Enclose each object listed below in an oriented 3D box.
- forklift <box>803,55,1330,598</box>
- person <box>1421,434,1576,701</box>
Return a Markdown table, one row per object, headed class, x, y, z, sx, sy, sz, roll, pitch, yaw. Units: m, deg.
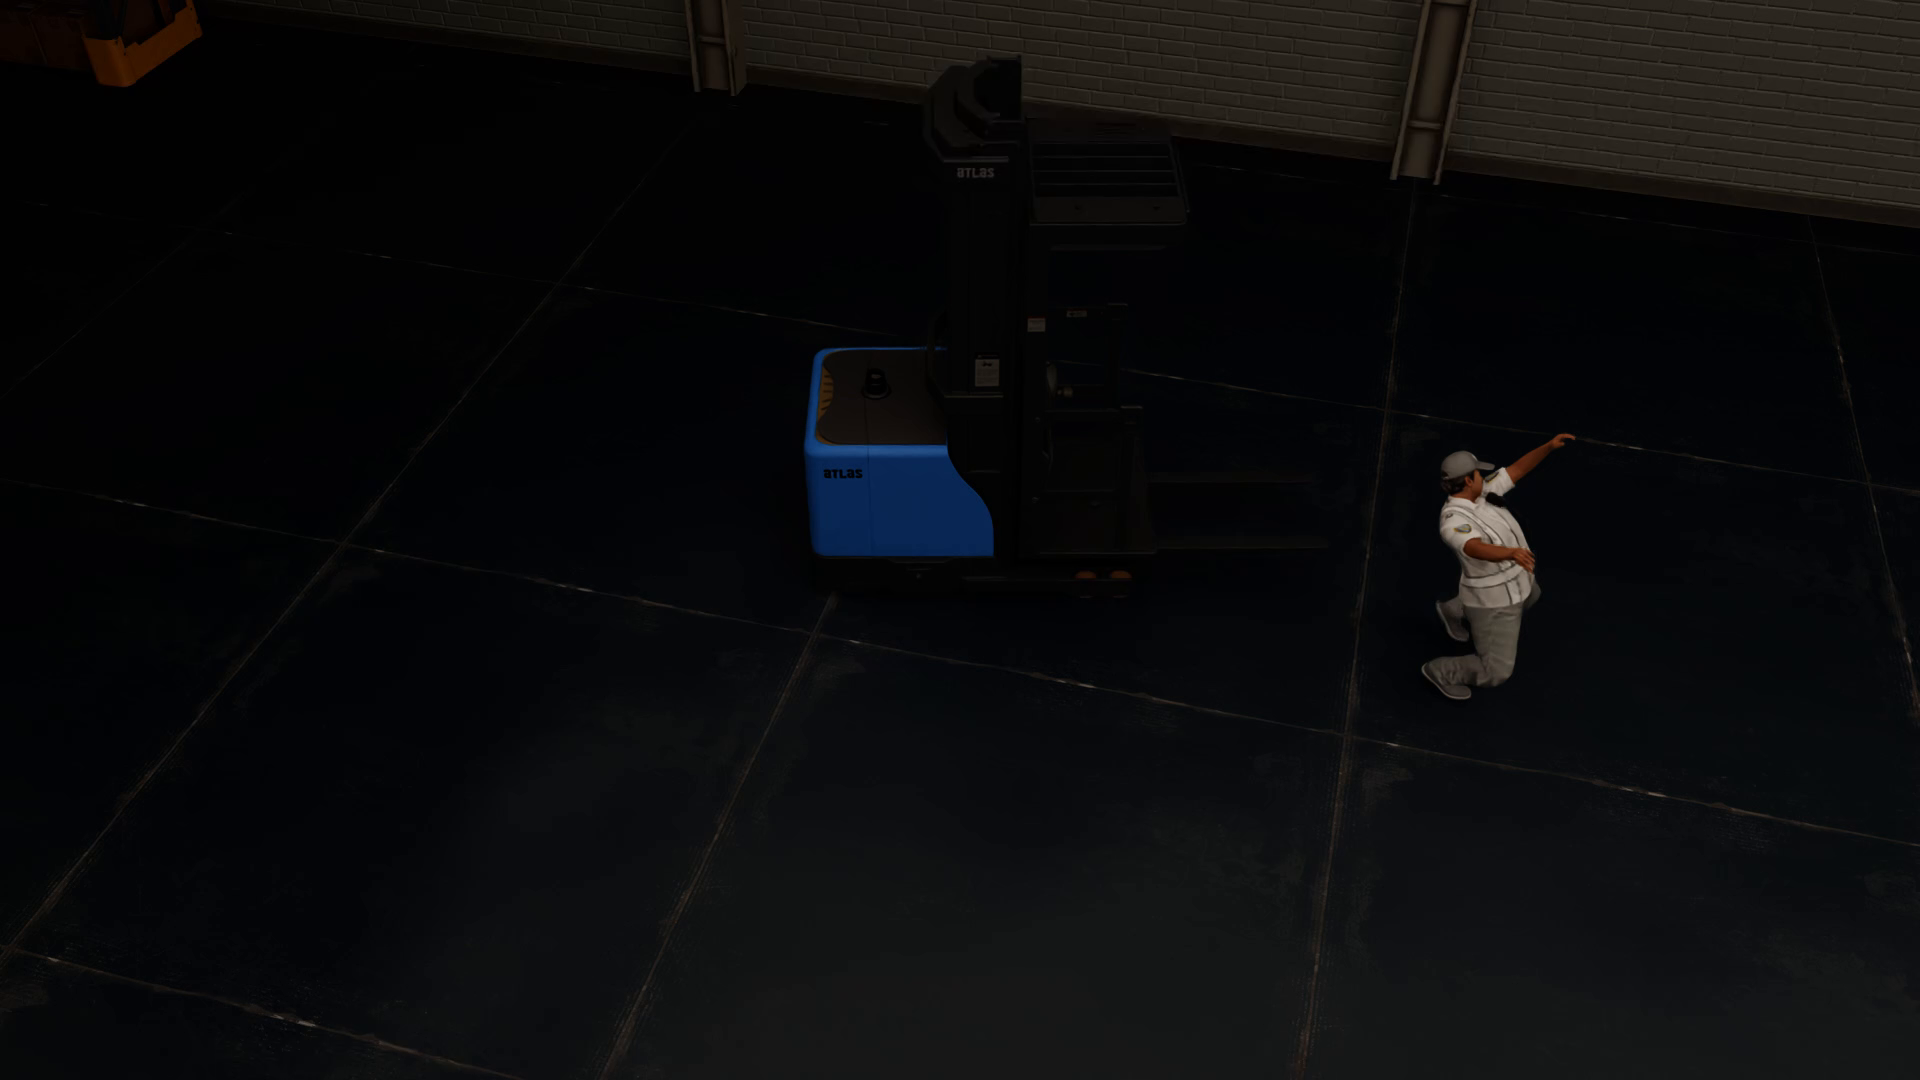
| class | x | y | z | sx | sy | sz | roll | pitch | yaw |
| --- | --- | --- | --- | --- | --- | --- | --- | --- | --- |
| forklift | 0.643 | -1.114 | 9.133 | 3.031 | 2.935 | 1.130 | 0 | 41 | 0 |
| person | 2.693 | 0.207 | 8.662 | 0.657 | 1.552 | 0.950 | 17 | 44 | 18 |
